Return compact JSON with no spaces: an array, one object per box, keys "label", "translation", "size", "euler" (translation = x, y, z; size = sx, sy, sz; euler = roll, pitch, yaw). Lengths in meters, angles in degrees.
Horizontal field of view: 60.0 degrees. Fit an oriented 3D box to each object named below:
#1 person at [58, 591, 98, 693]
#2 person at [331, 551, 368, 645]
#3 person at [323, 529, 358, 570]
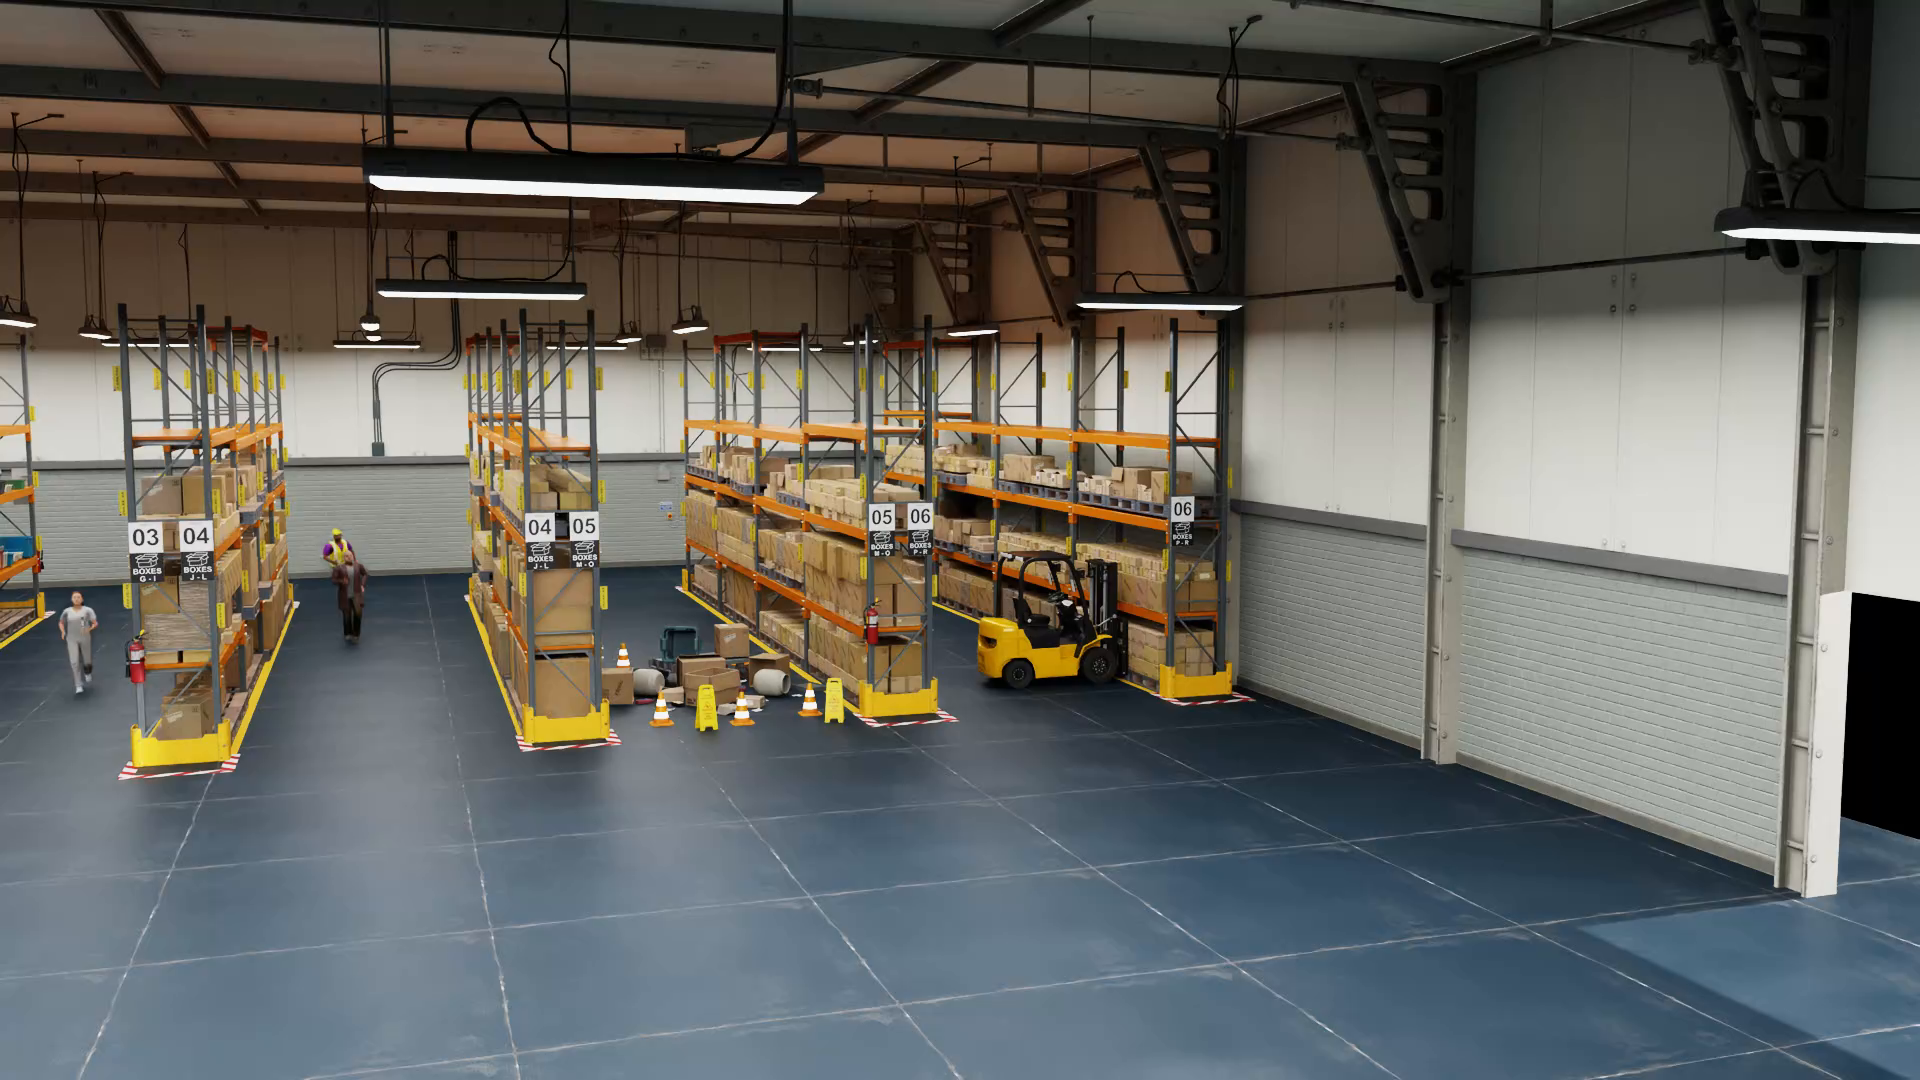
[{"label":"person","translation":[-14.305,1.641,26.986],"size":[0.571,1.609,0.752],"euler":[-2,6,-23]},{"label":"person","translation":[-11.645,1.115,31.783],"size":[0.684,1.829,0.767],"euler":[-3,6,-25]},{"label":"person","translation":[-14.028,0.571,37.760],"size":[0.630,1.673,0.835],"euler":[5,8,45]}]
